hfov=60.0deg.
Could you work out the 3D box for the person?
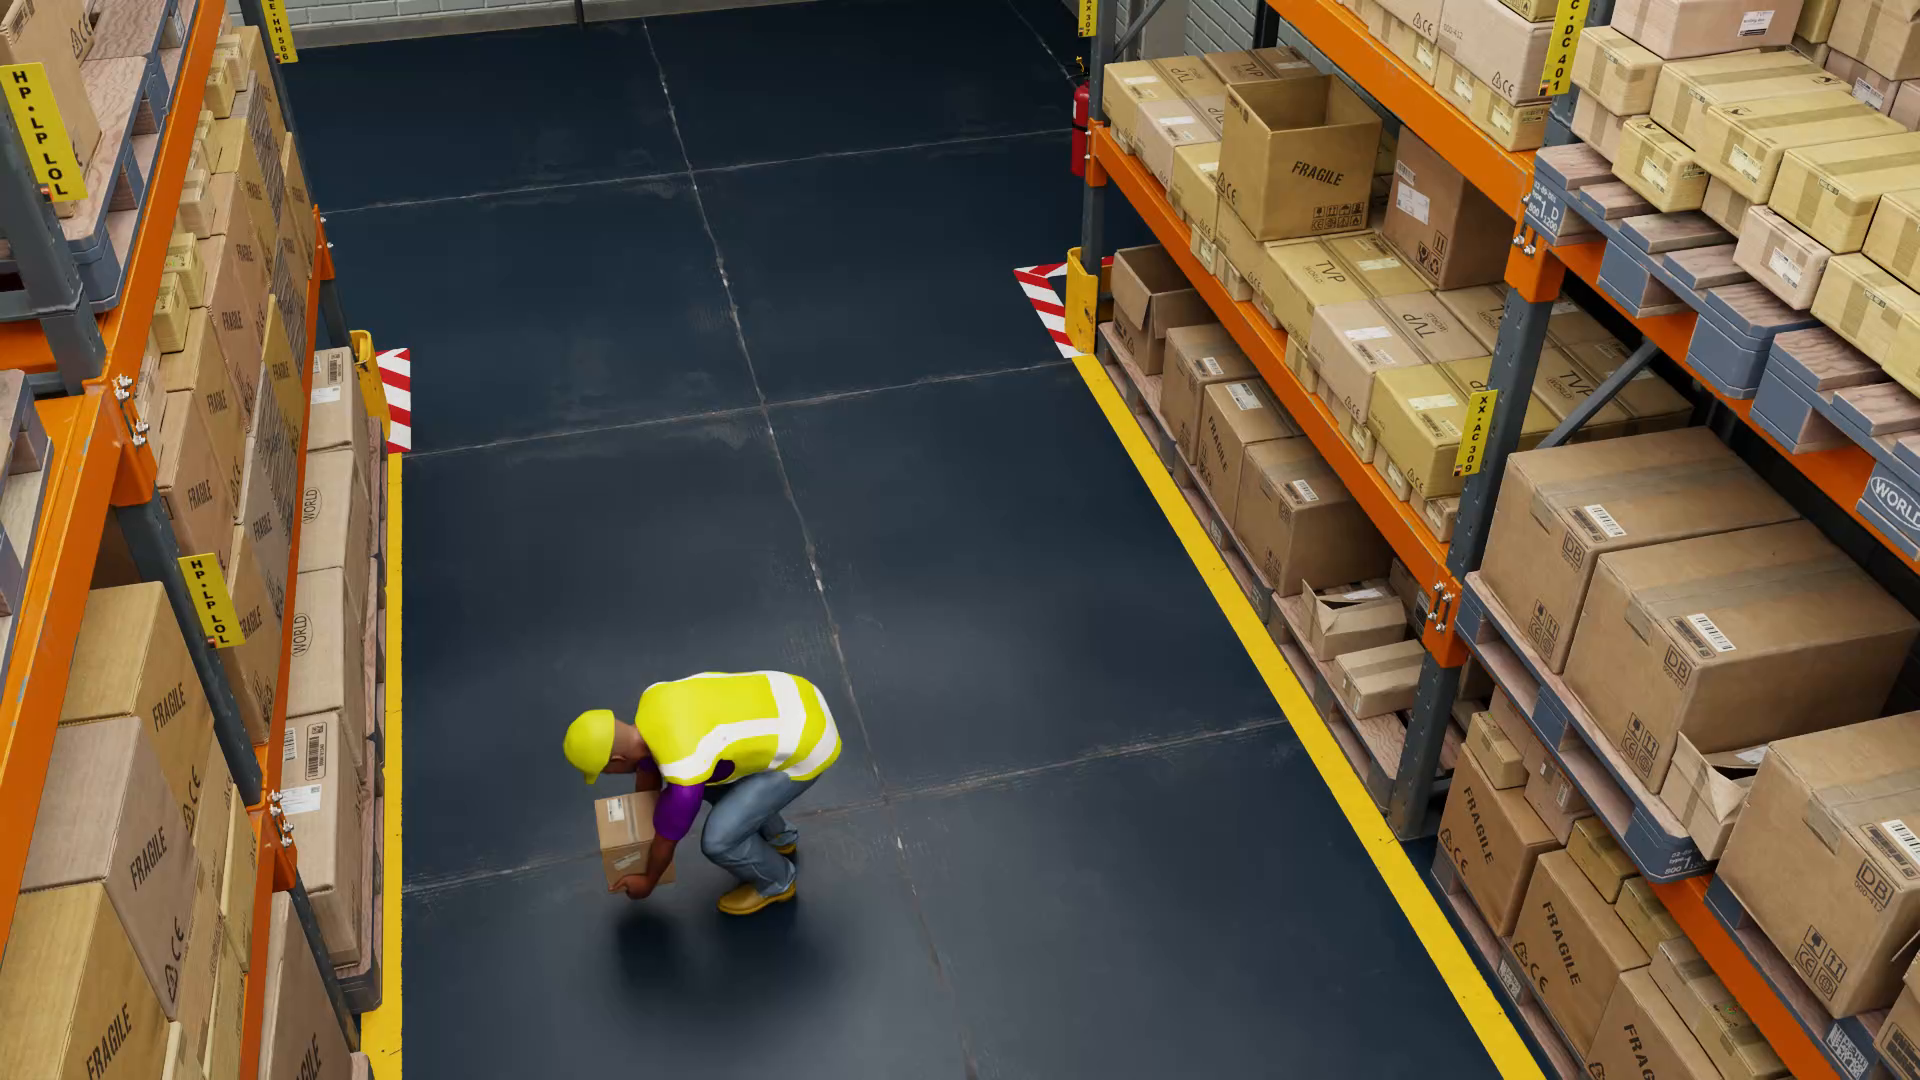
[{"bbox_3d":[-0.910,0.935,6.092,0.963,1.034,0.526,-11,39,-14],"label":"person"}]
